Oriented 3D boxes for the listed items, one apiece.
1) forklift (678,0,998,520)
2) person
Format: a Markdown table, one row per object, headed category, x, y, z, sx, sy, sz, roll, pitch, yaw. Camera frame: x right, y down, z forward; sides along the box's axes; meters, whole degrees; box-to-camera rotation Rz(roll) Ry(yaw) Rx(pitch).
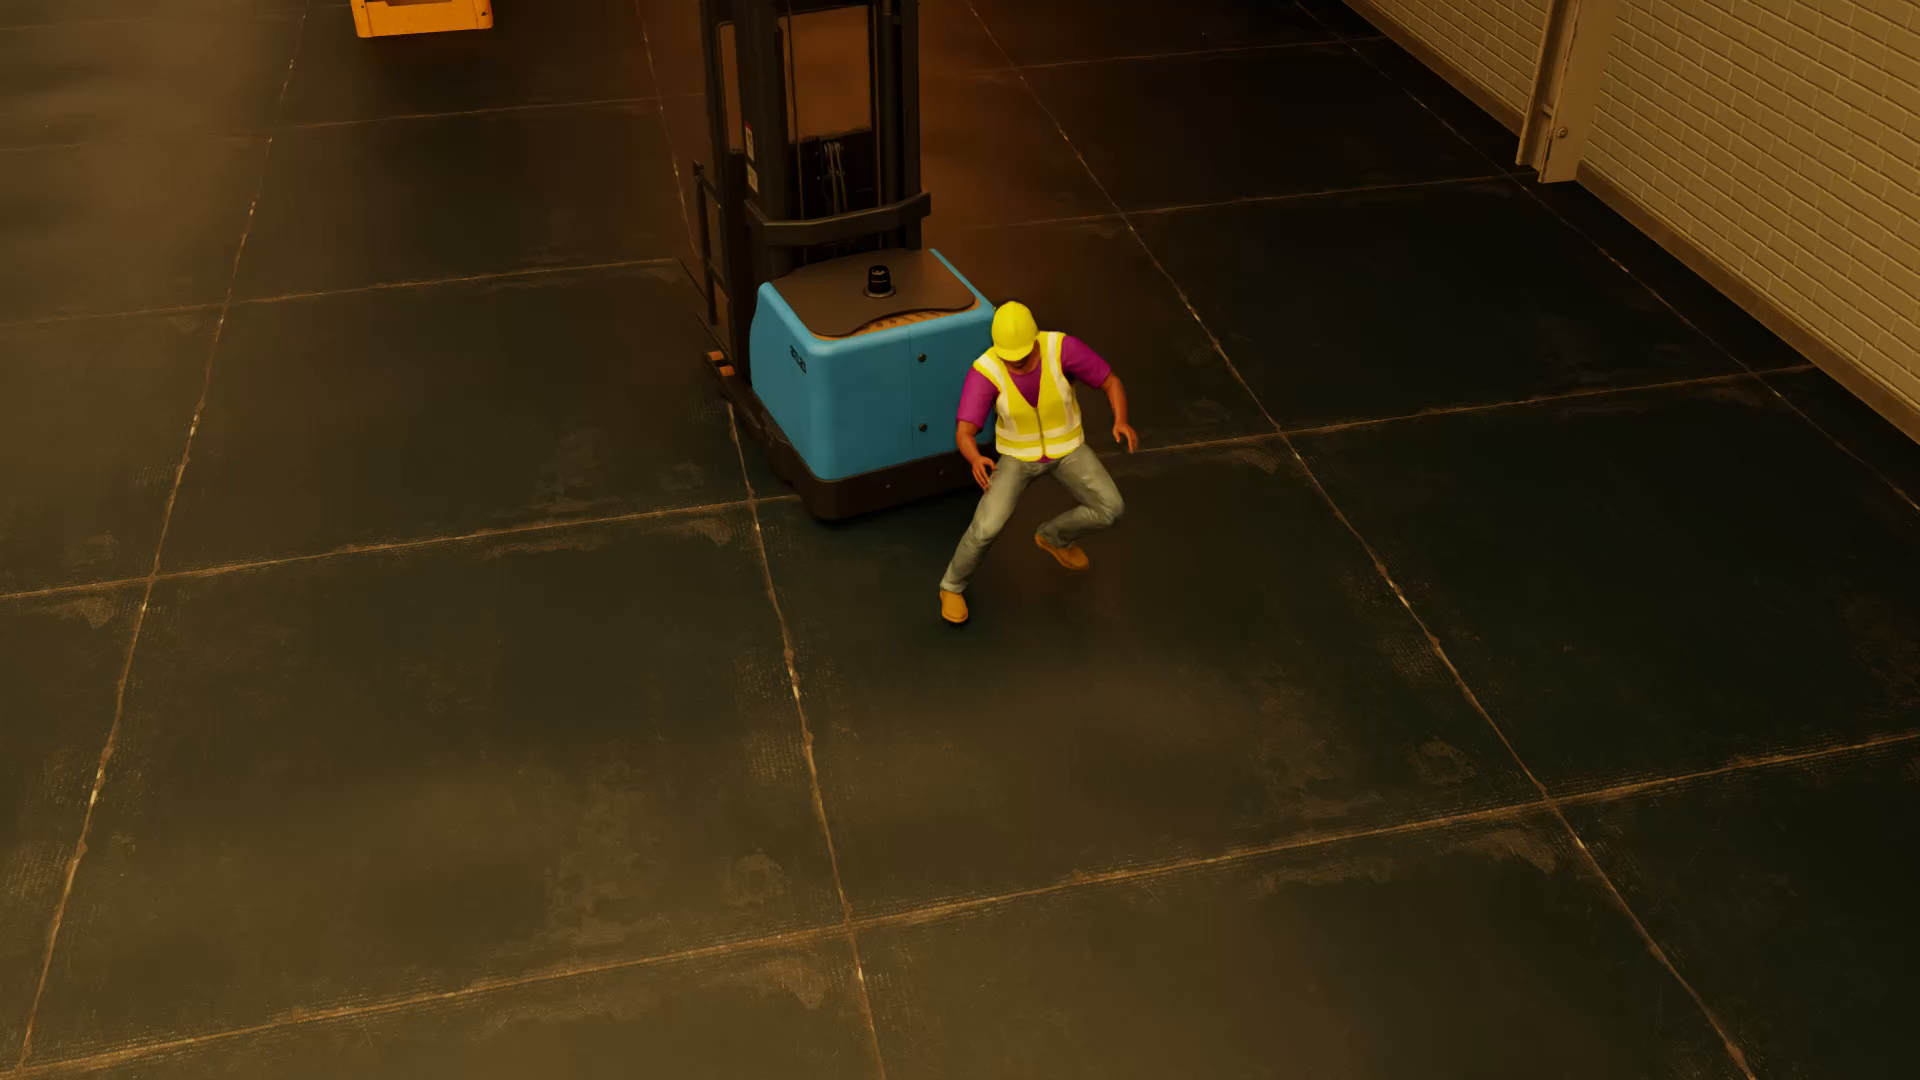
| category | x | y | z | sx | sy | sz | roll | pitch | yaw |
| --- | --- | --- | --- | --- | --- | --- | --- | --- | --- |
| forklift | -0.878 | -2.143 | 9.028 | 1.130 | 2.935 | 3.031 | -15 | 38 | -20 |
| person | 0.347 | -0.344 | 7.727 | 0.901 | 1.540 | 0.816 | -4 | 36 | -5 |
